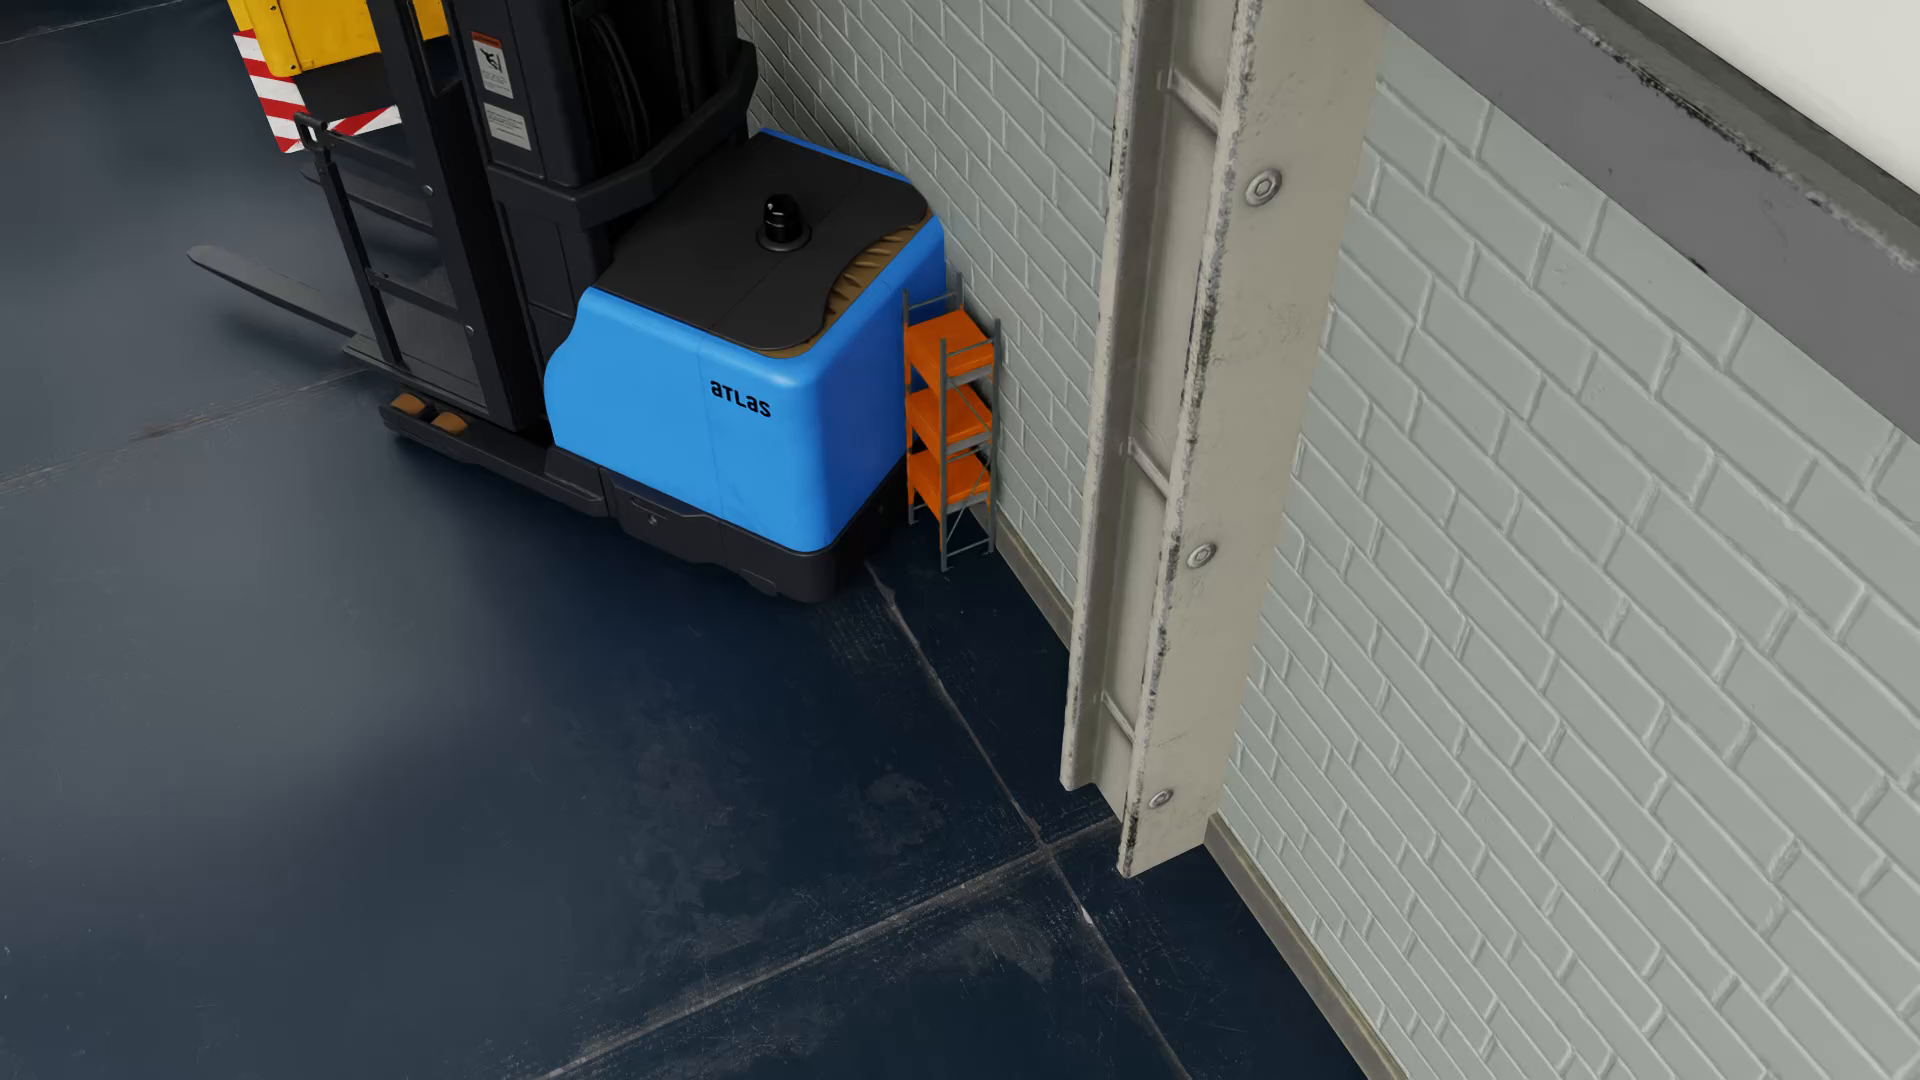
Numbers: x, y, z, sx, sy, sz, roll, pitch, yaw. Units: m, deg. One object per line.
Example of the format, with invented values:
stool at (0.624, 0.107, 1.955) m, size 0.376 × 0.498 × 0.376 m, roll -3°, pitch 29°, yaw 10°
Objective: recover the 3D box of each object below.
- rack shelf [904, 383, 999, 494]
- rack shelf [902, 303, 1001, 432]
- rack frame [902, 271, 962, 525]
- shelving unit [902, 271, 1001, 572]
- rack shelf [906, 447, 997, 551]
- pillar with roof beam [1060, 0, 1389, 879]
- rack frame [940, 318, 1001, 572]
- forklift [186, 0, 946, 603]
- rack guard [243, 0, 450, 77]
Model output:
rack shelf at (-0.029, -0.348, 5.370) m, size 0.215 × 0.259 × 0.240 m, roll -22°, pitch 52°, yaw -18°
rack shelf at (-0.027, -0.536, 5.157) m, size 0.215 × 0.259 × 0.240 m, roll -22°, pitch 52°, yaw -18°
rack frame at (-0.086, -0.436, 5.433) m, size 0.200 × 1.050 × 0.008 m, roll -22°, pitch 52°, yaw -18°
shelving unit at (-0.029, -0.355, 5.362) m, size 0.215 × 1.050 × 0.252 m, roll -22°, pitch 52°, yaw -18°
rack shelf at (-0.030, -0.164, 5.578) m, size 0.215 × 0.259 × 0.240 m, roll -22°, pitch 52°, yaw -18°
pillar with roof beam at (-3.297, -0.669, 0.357) m, size 9.100 × 9.000 × 0.400 m, roll -21°, pitch 52°, yaw -18°
rack frame at (0.029, -0.274, 5.291) m, size 0.200 × 1.050 × 0.008 m, roll -22°, pitch 52°, yaw -18°
forklift at (-1.511, -1.585, 5.189) m, size 3.031 × 2.935 × 1.130 m, roll 23°, pitch 53°, yaw 19°
rack guard at (-2.687, -2.577, 7.672) m, size 1.175 × 0.500 × 0.348 m, roll -21°, pitch 52°, yaw -18°
